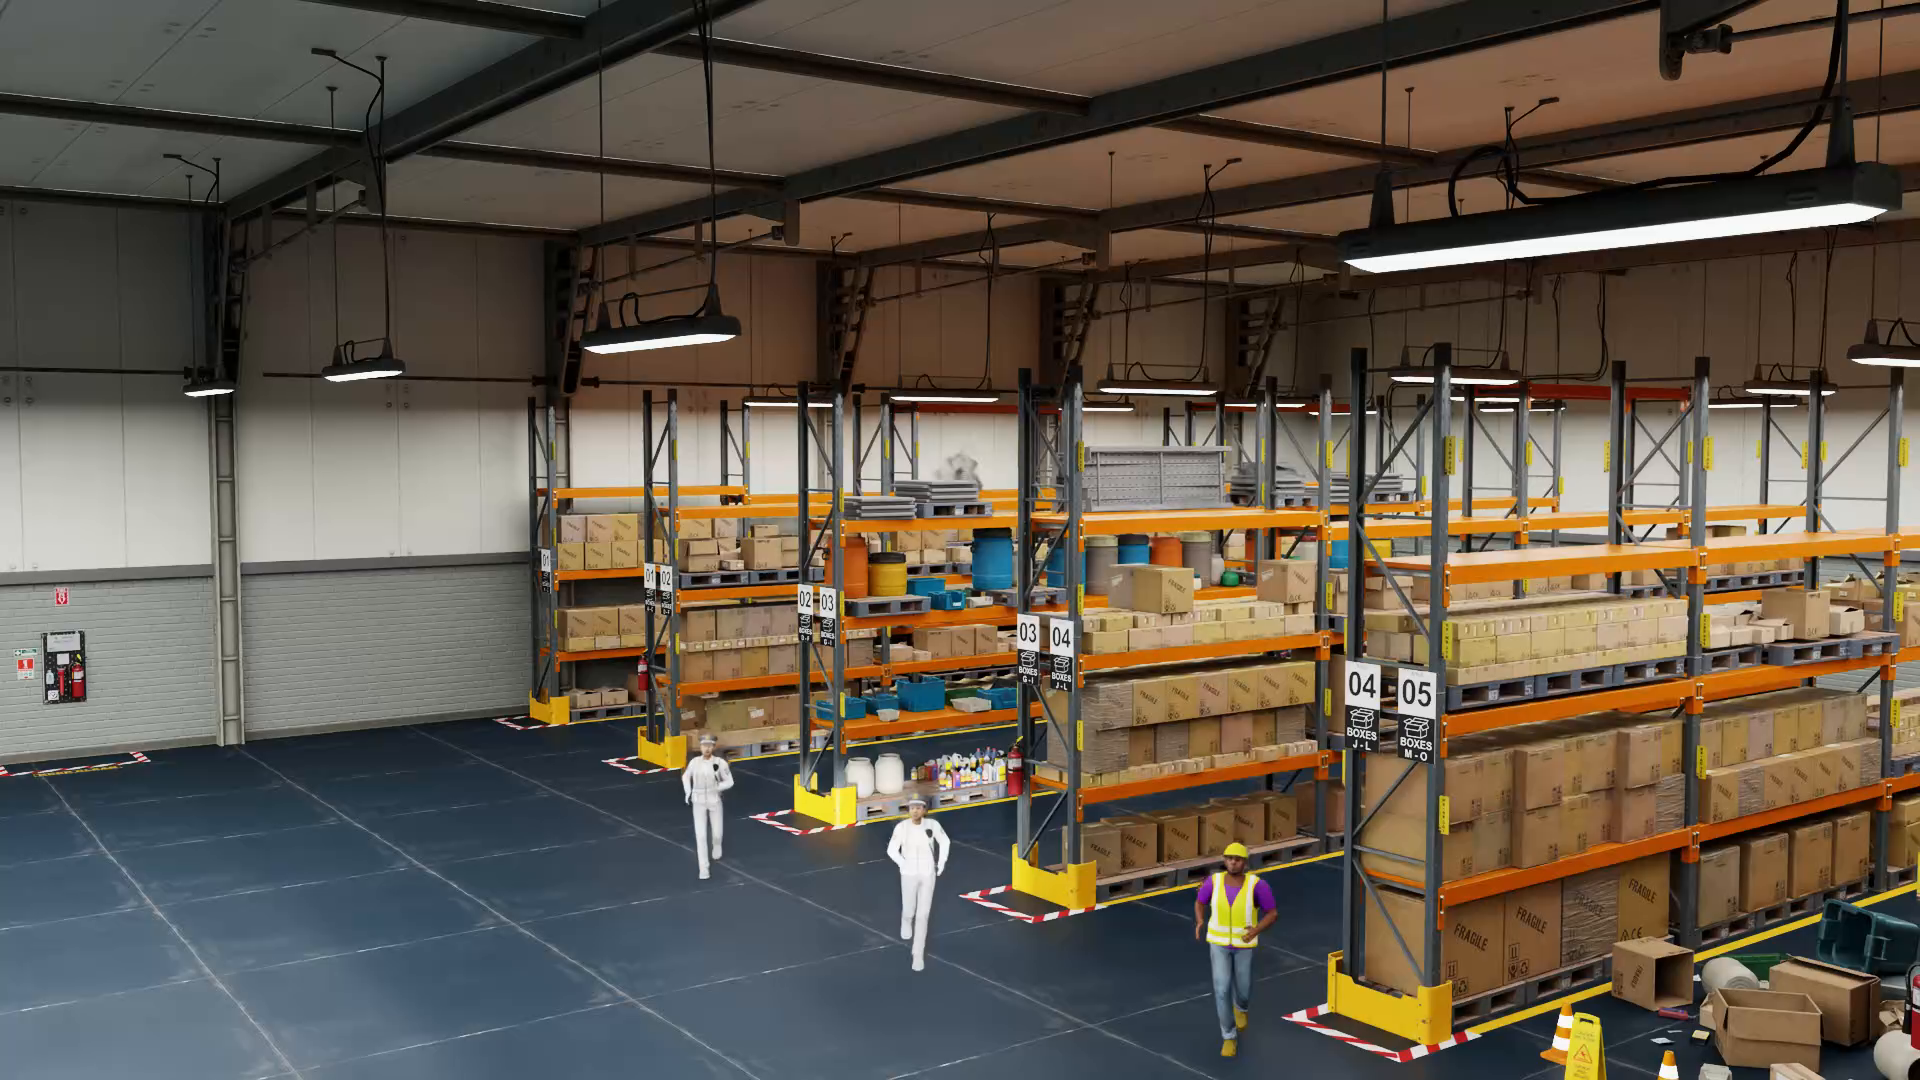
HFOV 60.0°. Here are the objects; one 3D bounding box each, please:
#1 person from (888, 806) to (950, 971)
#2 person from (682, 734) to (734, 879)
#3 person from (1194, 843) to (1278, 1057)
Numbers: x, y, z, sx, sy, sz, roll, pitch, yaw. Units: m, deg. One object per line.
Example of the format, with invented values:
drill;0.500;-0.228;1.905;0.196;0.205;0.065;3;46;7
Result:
person;-0.410;3.372;16.638;0.626;1.653;0.867;0;3;1
person;-3.027;3.145;19.936;0.626;1.668;0.848;0;3;-5
person;2.361;3.473;14.269;0.721;1.764;0.739;1;3;13
